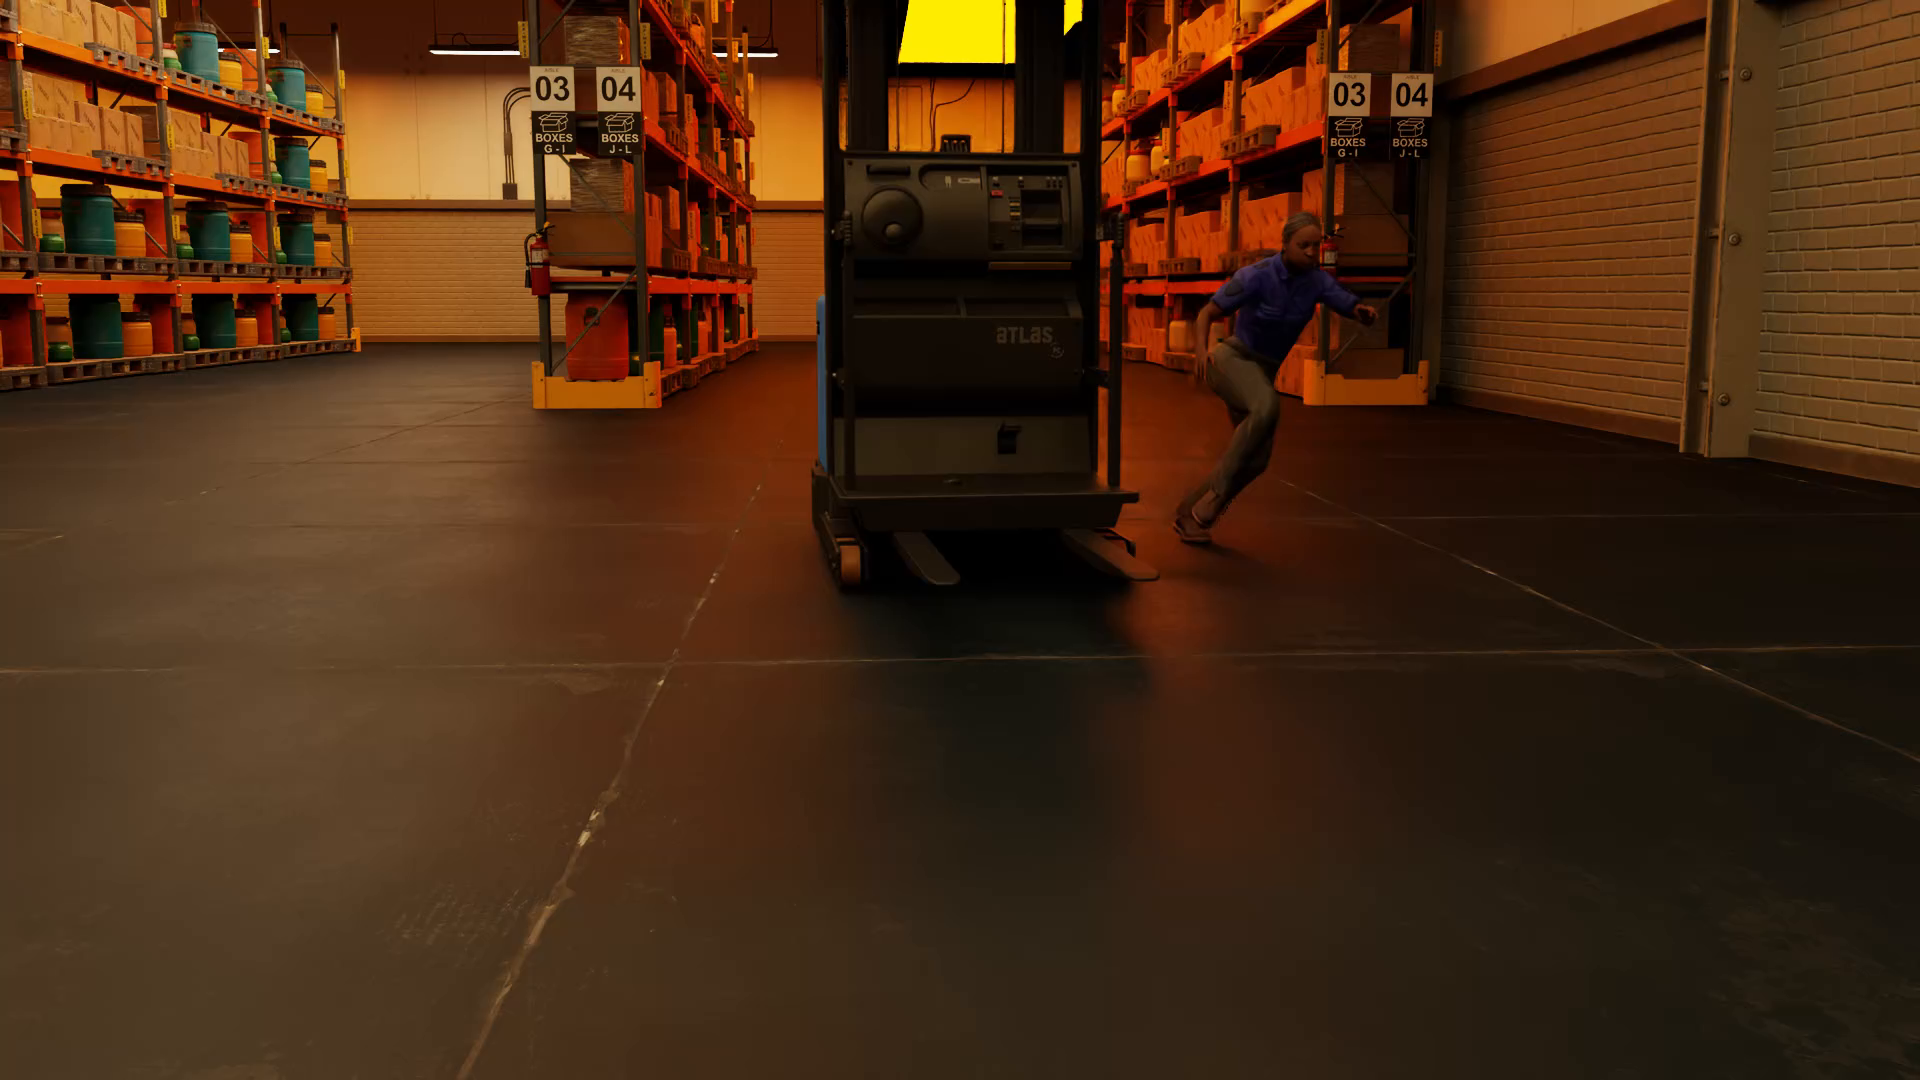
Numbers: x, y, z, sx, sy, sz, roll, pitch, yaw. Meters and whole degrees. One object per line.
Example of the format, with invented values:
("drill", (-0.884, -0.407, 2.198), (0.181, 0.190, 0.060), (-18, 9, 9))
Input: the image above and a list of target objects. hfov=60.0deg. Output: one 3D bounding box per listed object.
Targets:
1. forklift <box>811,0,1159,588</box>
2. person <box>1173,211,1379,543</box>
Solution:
("forklift", (0.048, -1.325, 6.255), (1.130, 2.935, 3.031), (-1, 9, -8))
("person", (1.361, -0.697, 7.201), (0.883, 1.429, 0.844), (-6, 10, -35))
